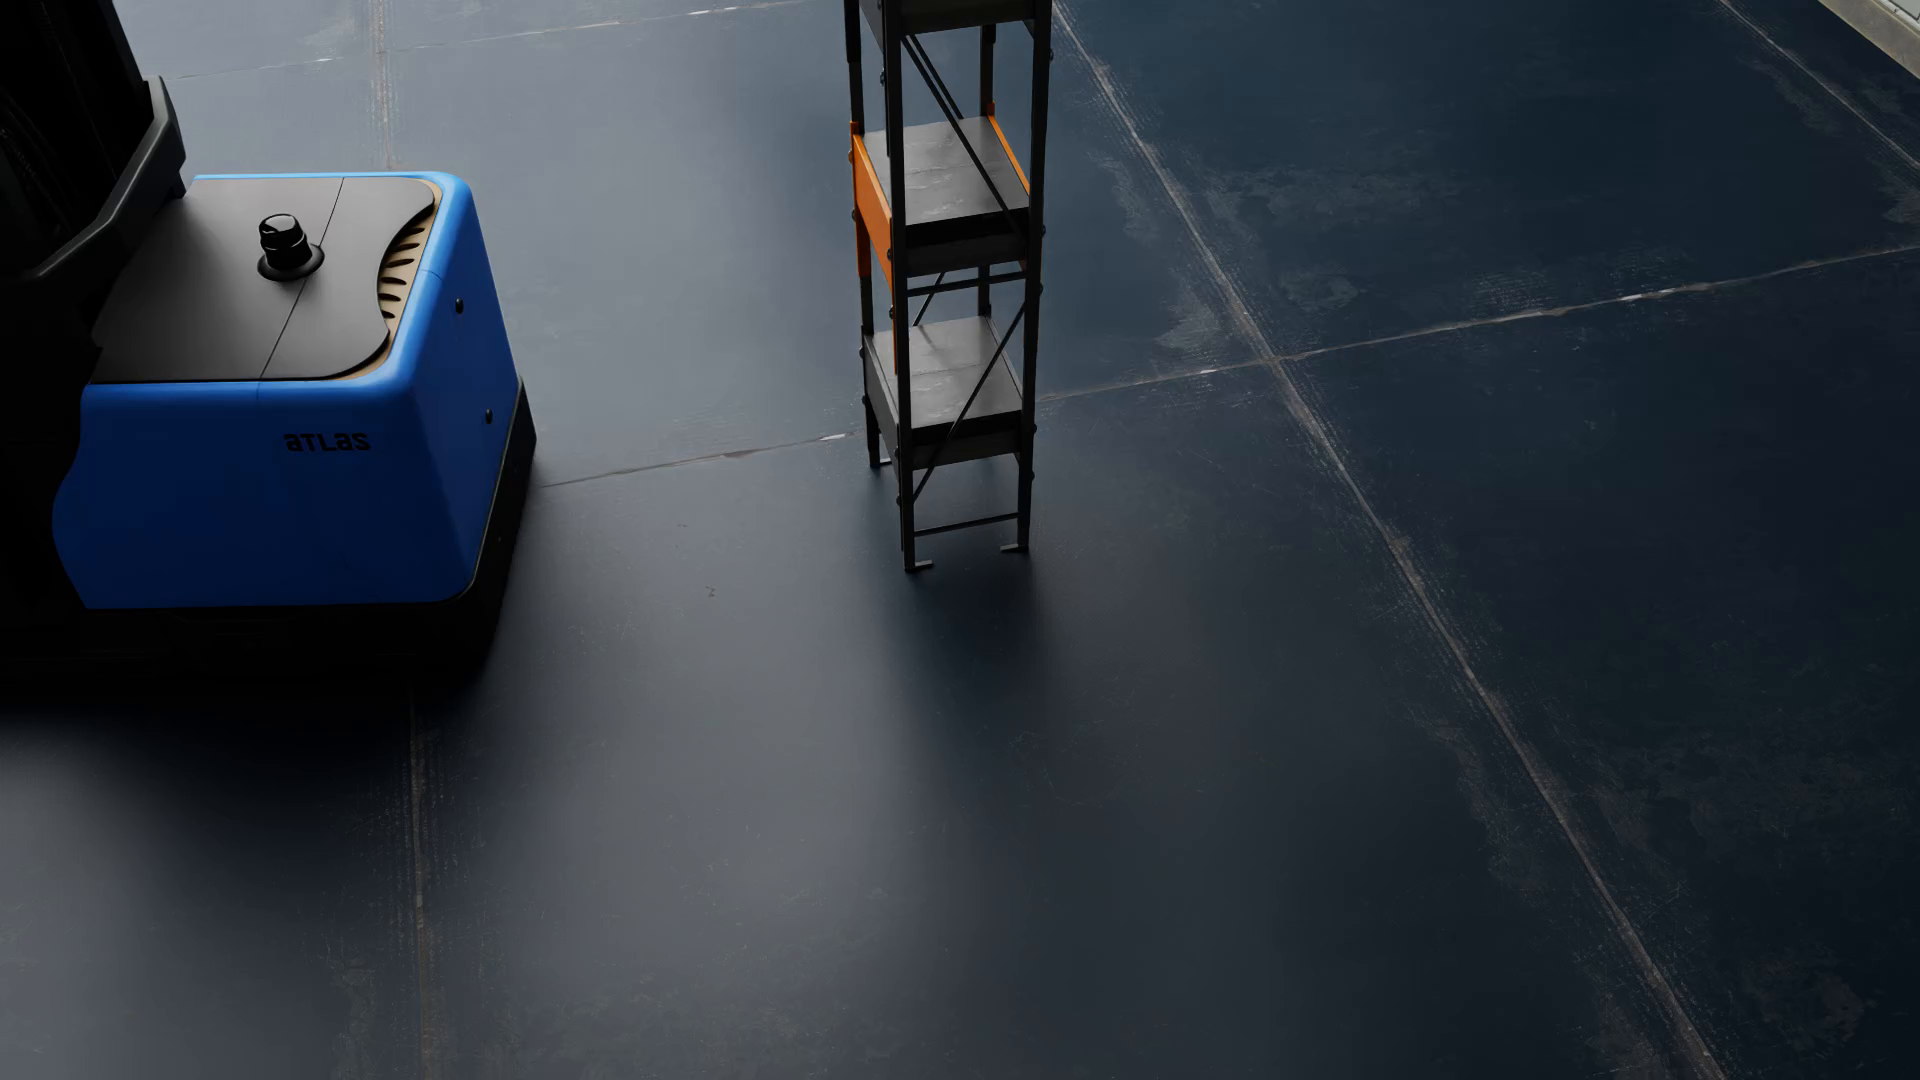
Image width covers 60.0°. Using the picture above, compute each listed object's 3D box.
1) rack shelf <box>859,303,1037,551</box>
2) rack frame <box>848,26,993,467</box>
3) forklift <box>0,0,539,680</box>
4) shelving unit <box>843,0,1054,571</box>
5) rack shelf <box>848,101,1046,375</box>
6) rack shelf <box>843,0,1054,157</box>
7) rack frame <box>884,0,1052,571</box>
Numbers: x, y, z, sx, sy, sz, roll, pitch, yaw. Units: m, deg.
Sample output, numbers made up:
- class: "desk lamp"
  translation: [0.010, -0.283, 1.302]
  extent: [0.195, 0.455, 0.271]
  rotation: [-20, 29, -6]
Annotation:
- class: "rack shelf"
  translation: [-0.042, -0.350, 5.122]
  extent: [0.431, 0.518, 0.480]
  rotation: [-11, 47, -10]
- class: "rack frame"
  translation: [-0.105, -1.018, 4.777]
  extent: [0.400, 2.100, 0.015]
  rotation: [-11, 47, -10]
- class: "forklift"
  translation: [-2.888, -0.972, 4.150]
  extent: [3.031, 2.935, 1.130]
  rotation: [-1, 46, -1]
- class: "shelving unit"
  translation: [-0.042, -0.849, 4.612]
  extent: [0.431, 2.100, 0.503]
  rotation: [-11, 47, -10]
- class: "rack shelf"
  translation: [-0.042, -0.840, 4.622]
  extent: [0.431, 0.518, 0.480]
  rotation: [-11, 47, -10]
- class: "rack shelf"
  translation: [-0.042, -1.330, 4.122]
  extent: [0.431, 0.518, 0.480]
  rotation: [-11, 47, -10]
- class: "rack frame"
  translation: [0.020, -0.681, 4.447]
  extent: [0.400, 2.100, 0.015]
  rotation: [-11, 47, -10]
